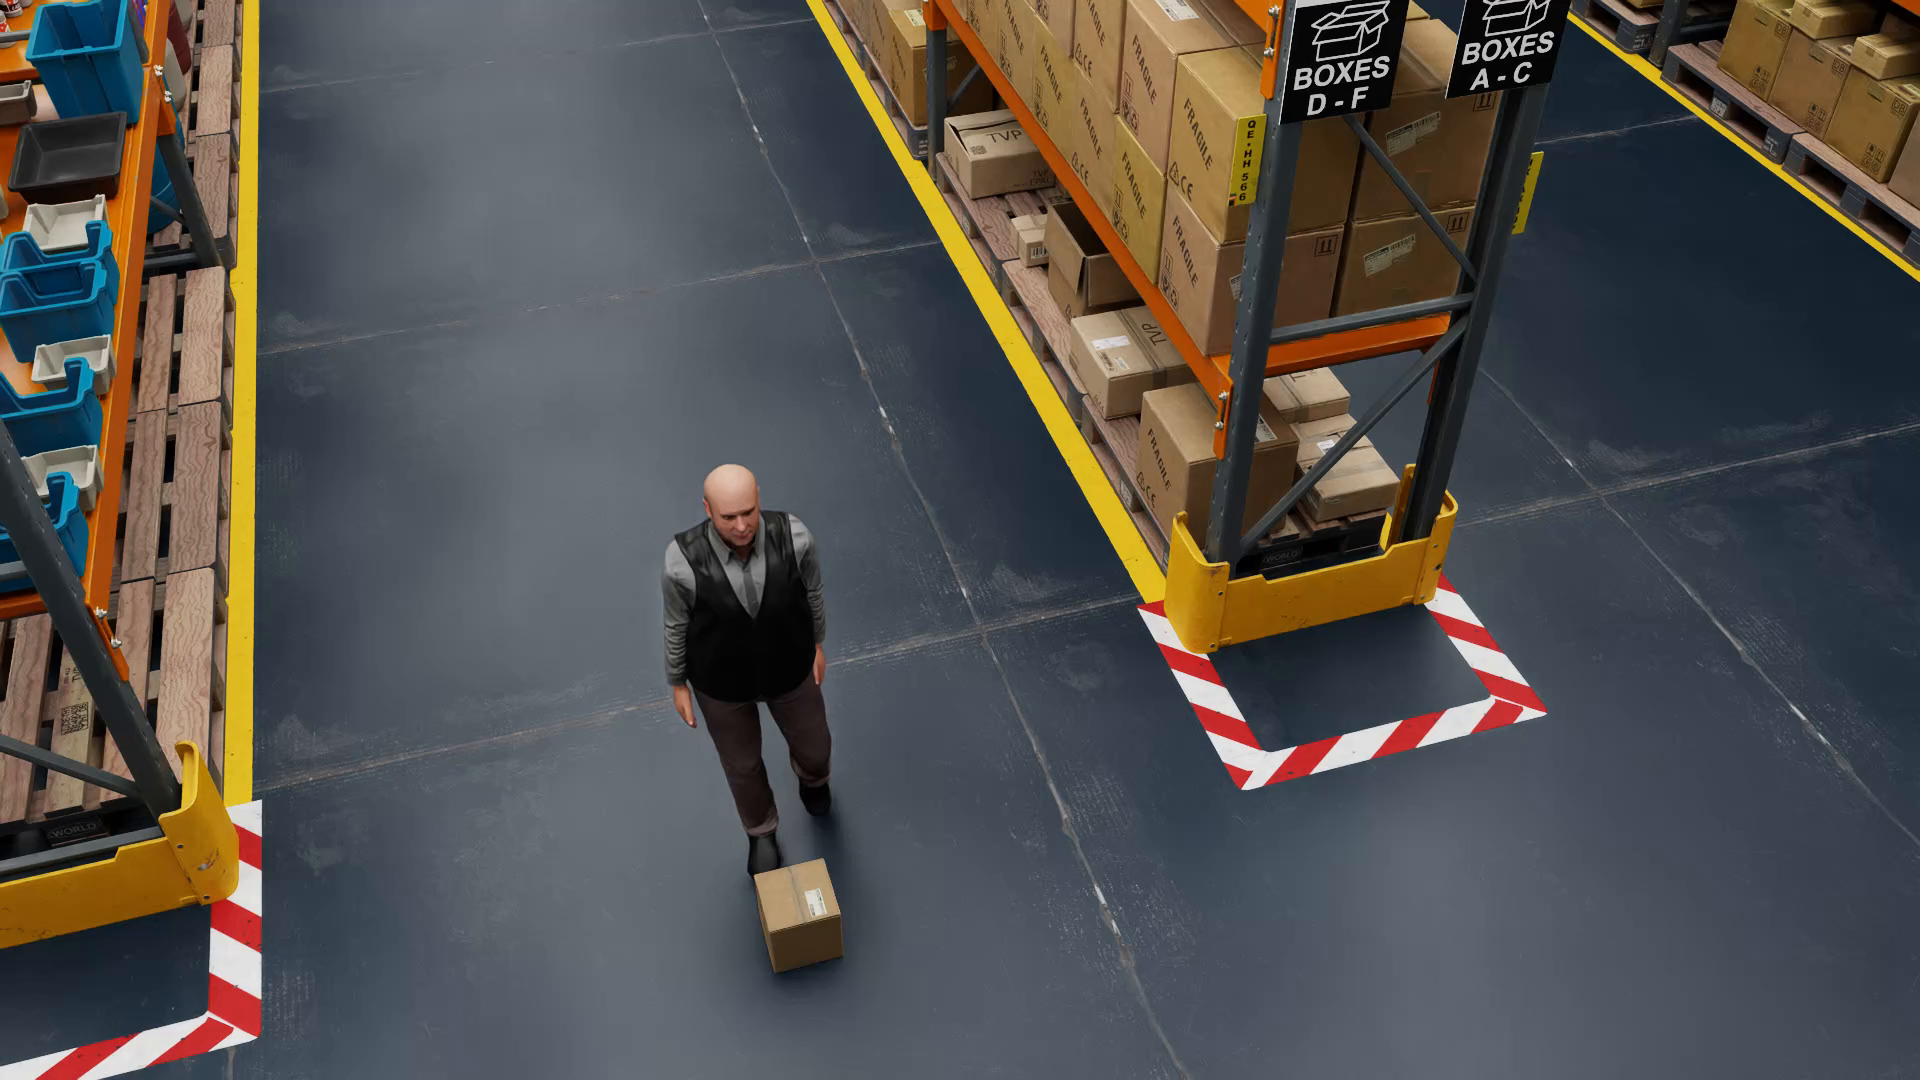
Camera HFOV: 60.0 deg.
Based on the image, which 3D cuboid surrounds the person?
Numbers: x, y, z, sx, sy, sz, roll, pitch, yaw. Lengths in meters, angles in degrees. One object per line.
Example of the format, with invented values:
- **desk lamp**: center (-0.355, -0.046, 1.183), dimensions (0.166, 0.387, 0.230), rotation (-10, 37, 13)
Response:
- **person**: center (-0.710, 0.473, 5.681), dimensions (0.570, 1.765, 0.513), rotation (-12, 43, -13)
